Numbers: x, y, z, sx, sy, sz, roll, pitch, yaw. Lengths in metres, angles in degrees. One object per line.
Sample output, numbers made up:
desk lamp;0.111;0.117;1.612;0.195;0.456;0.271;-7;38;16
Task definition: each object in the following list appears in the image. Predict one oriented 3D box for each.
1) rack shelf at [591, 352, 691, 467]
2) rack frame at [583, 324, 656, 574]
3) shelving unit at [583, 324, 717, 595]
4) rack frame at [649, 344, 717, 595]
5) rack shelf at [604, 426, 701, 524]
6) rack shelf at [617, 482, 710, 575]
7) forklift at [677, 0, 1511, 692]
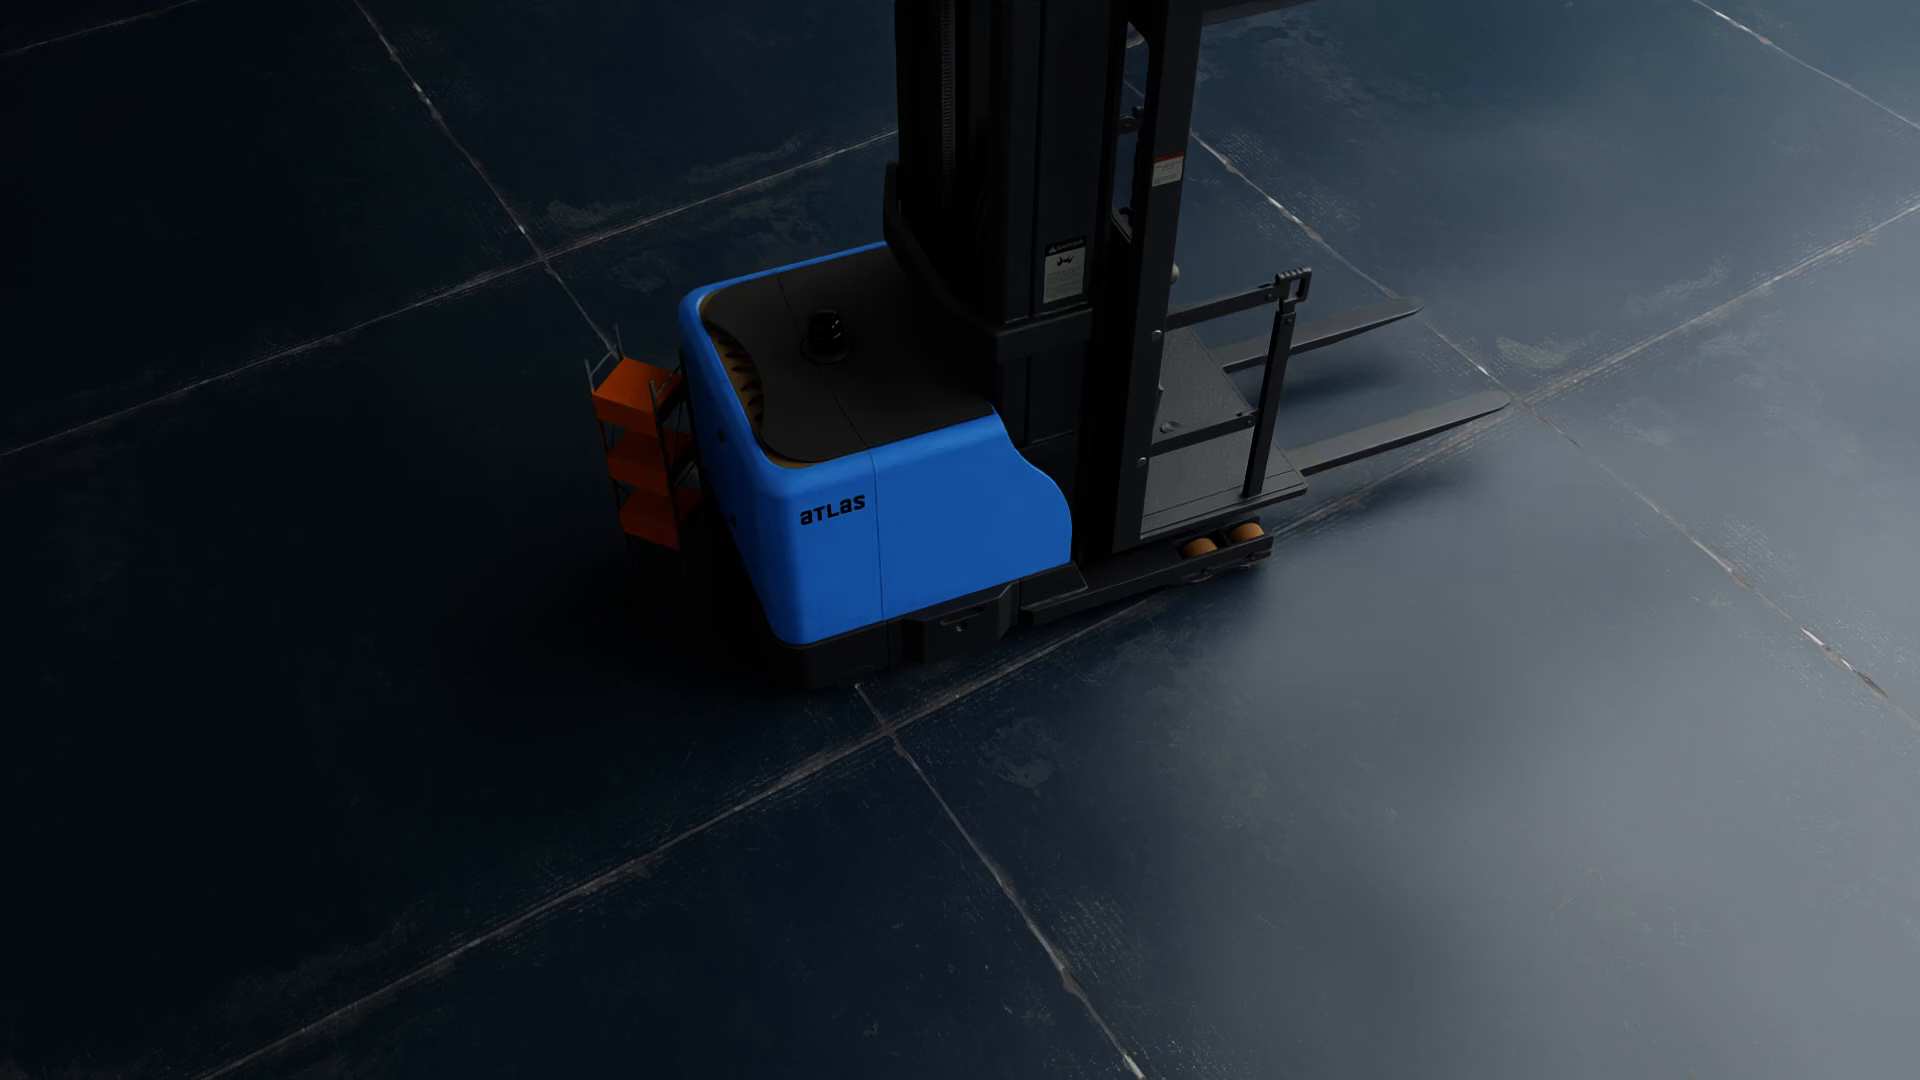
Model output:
rack shelf;-1.059;-0.437;5.571;0.240;0.259;0.215;18;51;15
rack frame;-1.171;-0.292;5.807;0.008;1.050;0.200;18;51;15
shelving unit;-1.059;-0.256;5.775;0.252;1.050;0.215;18;51;15
rack frame;-0.948;-0.219;5.742;0.008;1.050;0.200;18;51;15
rack shelf;-1.059;-0.248;5.782;0.240;0.259;0.215;18;51;15
rack shelf;-1.059;-0.064;5.990;0.240;0.259;0.215;18;51;15
forklift;0.608;-1.171;5.330;3.031;2.935;1.130;-17;50;-15
